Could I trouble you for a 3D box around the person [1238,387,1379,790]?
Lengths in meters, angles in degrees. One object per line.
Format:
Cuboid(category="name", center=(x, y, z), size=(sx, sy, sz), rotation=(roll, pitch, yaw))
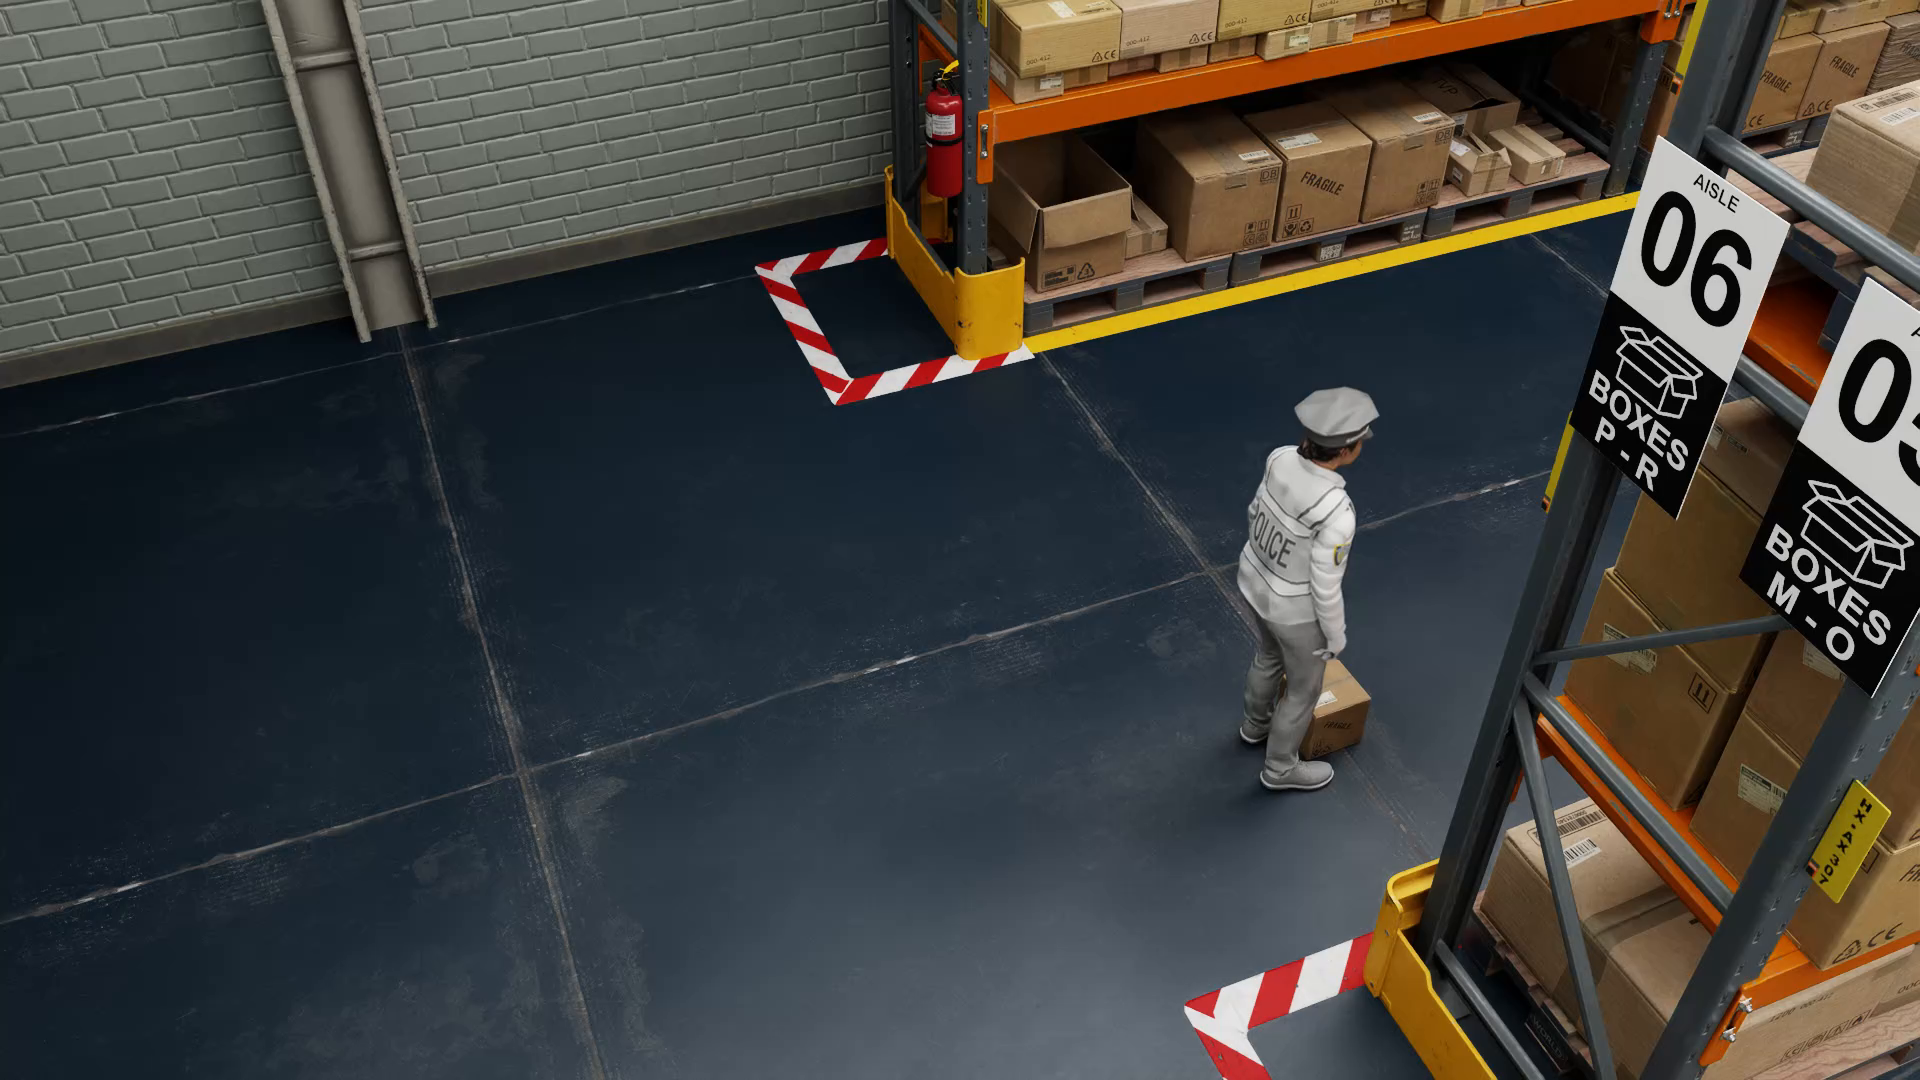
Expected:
Cuboid(category="person", center=(1.208, 0.195, 5.940), size=(0.404, 1.663, 0.530), rotation=(-15, 44, -16))
